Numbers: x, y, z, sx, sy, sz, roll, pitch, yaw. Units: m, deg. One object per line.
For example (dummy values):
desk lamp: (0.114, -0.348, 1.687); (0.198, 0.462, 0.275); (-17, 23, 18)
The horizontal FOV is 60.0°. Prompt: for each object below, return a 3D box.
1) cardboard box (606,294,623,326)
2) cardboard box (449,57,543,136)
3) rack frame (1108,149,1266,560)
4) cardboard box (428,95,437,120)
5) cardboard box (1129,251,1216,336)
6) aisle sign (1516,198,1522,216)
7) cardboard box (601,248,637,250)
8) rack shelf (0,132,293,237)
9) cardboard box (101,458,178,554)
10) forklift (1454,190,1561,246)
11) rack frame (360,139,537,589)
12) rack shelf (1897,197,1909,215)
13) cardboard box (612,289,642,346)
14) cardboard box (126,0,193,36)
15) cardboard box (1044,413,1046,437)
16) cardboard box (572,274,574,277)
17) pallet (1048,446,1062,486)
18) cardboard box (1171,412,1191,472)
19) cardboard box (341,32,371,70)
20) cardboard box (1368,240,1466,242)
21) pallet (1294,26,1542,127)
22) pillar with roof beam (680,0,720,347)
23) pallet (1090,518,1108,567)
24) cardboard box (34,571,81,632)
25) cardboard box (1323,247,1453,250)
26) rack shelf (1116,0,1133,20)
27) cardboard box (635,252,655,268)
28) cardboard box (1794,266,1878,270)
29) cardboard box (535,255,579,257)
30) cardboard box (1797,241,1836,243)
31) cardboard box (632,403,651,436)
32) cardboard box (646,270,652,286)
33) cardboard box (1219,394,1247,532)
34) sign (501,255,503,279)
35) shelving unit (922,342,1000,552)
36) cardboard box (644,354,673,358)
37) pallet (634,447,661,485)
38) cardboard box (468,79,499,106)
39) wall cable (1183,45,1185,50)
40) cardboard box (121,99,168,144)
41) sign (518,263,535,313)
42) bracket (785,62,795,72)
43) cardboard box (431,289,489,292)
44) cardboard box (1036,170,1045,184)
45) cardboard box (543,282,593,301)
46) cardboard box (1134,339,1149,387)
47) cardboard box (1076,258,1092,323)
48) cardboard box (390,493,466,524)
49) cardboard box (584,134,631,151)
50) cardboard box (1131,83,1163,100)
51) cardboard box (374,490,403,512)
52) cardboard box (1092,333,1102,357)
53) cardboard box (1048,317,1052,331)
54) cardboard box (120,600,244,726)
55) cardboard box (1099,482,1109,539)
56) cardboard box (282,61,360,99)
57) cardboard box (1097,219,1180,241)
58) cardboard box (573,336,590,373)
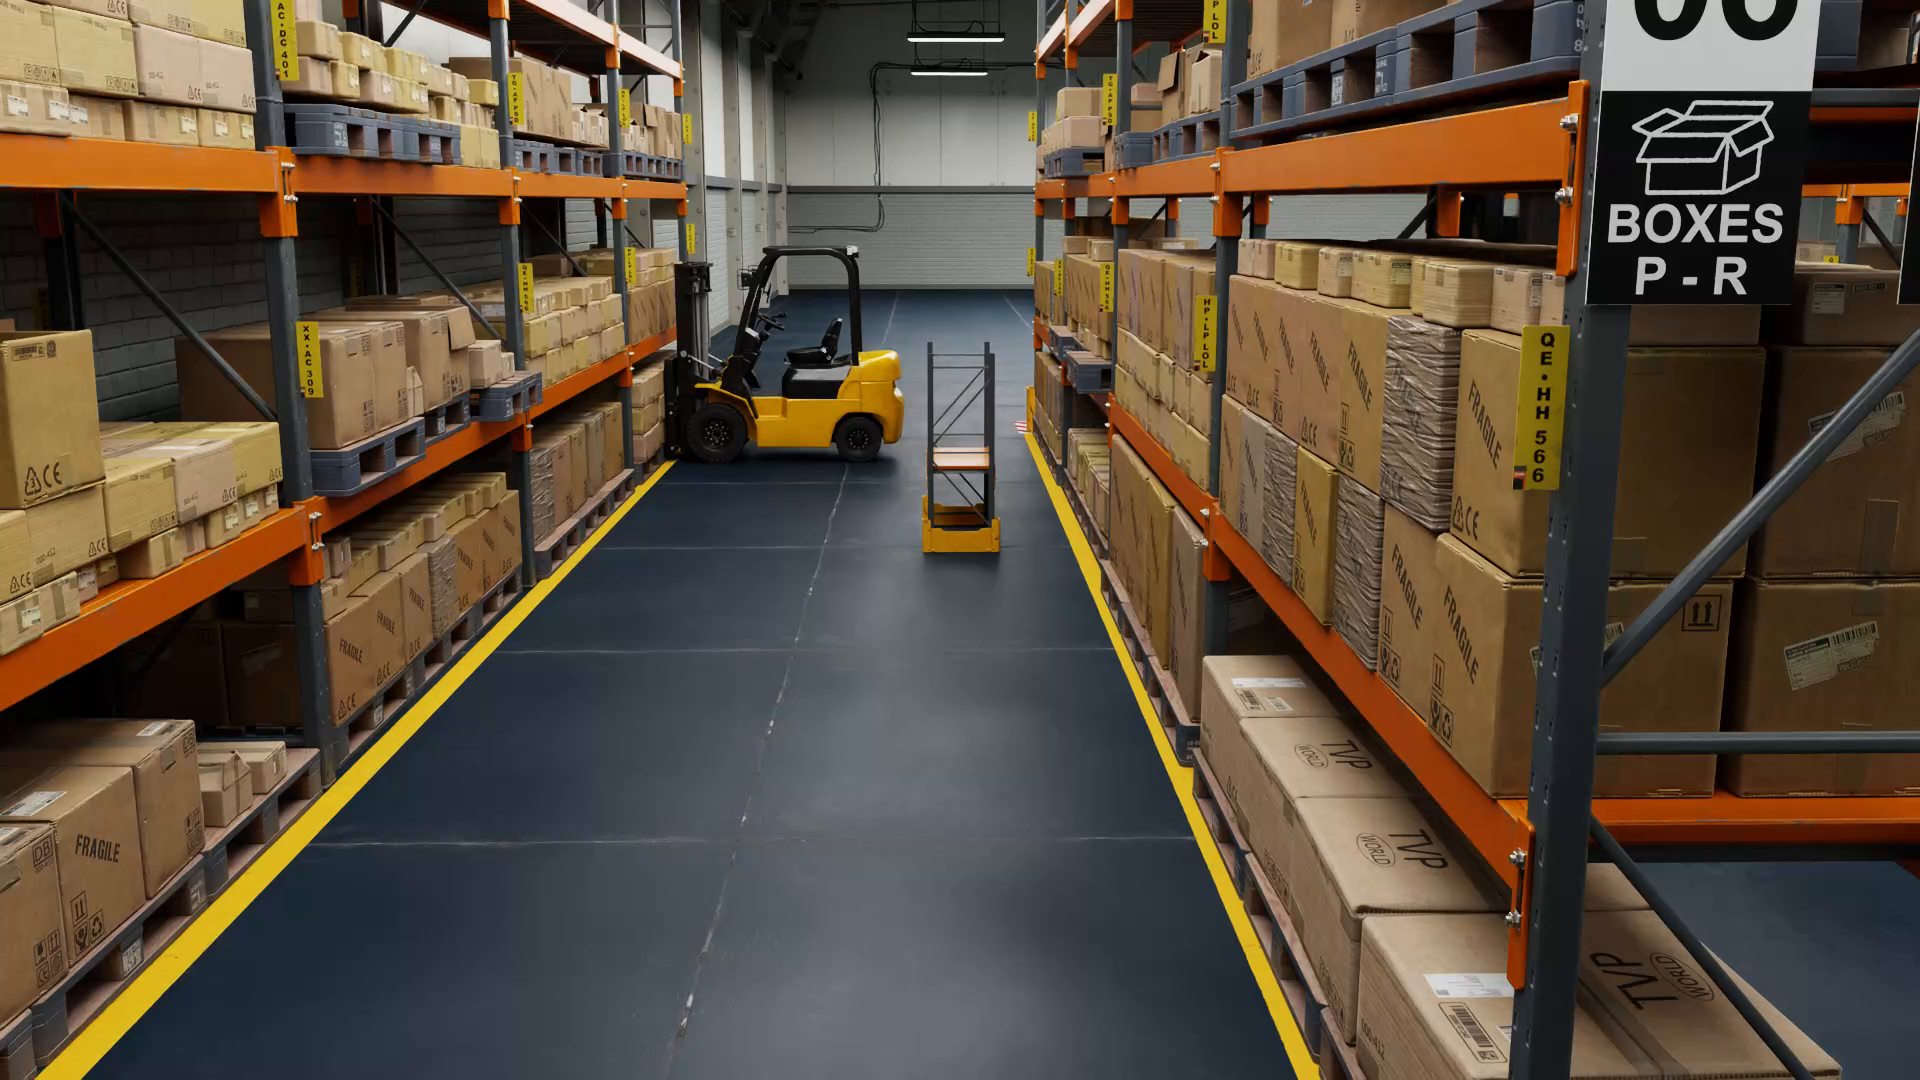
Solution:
cardboard box: (-3.250, -2.015, 14.565); (0.500, 0.250, 0.500); (0, 11, -2)
cardboard box: (-3.205, -3.063, 11.512); (0.500, 0.500, 0.500); (0, 11, -1)
rack frame: (1.529, -1.166, 11.261); (1.000, 3.000, 0.127); (0, 11, -1)
cardboard box: (-3.216, -2.464, 9.491); (0.380, 0.149, 0.250); (0, 11, -1)
cardboard box: (1.315, -1.507, 10.178); (0.500, 0.500, 0.500); (0, 11, -1)
aisle sign: (6.609, -4.086, 19.116); (0.394, 0.787, 0.004); (0, 11, -1)
cardboard box: (-3.805, -3.180, 18.558); (0.380, 0.149, 0.250); (0, 11, -2)
rack shelf: (-3.310, -1.069, 5.051); (1.077, 0.370, 4.000); (0, 11, -1)
cardboard box: (-3.074, -0.123, 5.749); (0.500, 0.250, 0.500); (0, 11, -2)
forklift: (4.500, -1.393, 12.553); (3.031, 2.935, 1.130); (-5, 12, -22)
rack frame: (-3.434, -1.145, 11.157); (1.000, 3.000, 0.127); (0, 11, -1)
rack shelf: (11.313, -3.517, 17.114); (1.077, 0.370, 4.000); (0, 11, -1)
cardboard box: (-3.264, -2.078, 15.506); (0.500, 0.500, 0.500); (-1, 11, -3)
cardboard box: (-3.080, -1.937, 5.888); (0.500, 0.250, 0.500); (0, 11, -2)
cardboard box: (1.131, -1.243, 17.500); (0.500, 0.250, 0.500); (1, 11, 3)
cardboard box: (-3.820, -2.419, 15.556); (0.380, 0.149, 0.250); (-1, 11, -3)
pallet: (1.397, -0.728, 16.115); (1.003, 0.211, 1.213); (0, 11, -1)
cardboard box: (1.341, -0.486, 8.290); (0.500, 0.250, 0.500); (0, 11, -2)
cardboard box: (-2.958, -2.262, 7.694); (0.380, 0.149, 0.250); (0, 11, -2)
cardboard box: (1.833, -1.115, 6.612); (0.380, 0.149, 0.250); (0, 11, 0)
pallet: (1.640, -1.393, 5.058); (1.003, 0.211, 1.213); (0, 11, -1)
pillar with roof beam: (-0.429, -7.936, 29.543); (9.100, 9.000, 0.548); (0, 11, -1)
pallet: (1.514, 0.046, 12.304); (1.003, 0.211, 1.213); (0, 11, -1)
cardboard box: (-3.003, 0.194, 5.192); (0.380, 0.149, 0.250); (0, 11, 0)
cardboard box: (1.435, -0.910, 5.603); (0.380, 0.149, 0.250); (0, 11, -1)
rack shelf: (1.570, -3.160, 8.816); (1.077, 0.370, 4.000); (0, 11, -1)
cardboard box: (-3.343, -2.872, 17.042); (0.380, 0.149, 0.250); (0, 11, 0)
cardboard box: (1.887, -0.556, 3.857); (0.380, 0.149, 0.250); (0, 11, 0)
cardboard box: (-3.875, -2.667, 16.028); (0.380, 0.149, 0.250); (0, 11, -2)
cardboard box: (6.452, -2.037, 12.789); (0.700, 0.500, 0.500); (0, 11, -2)
cardboard box: (-3.218, -1.140, 15.738); (0.500, 0.250, 0.500); (0, 11, -1)
cardboard box: (-3.235, -2.576, 16.328); (0.380, 0.149, 0.250); (0, 11, -2)
cardboard box: (1.360, -0.325, 6.867); (0.500, 0.500, 0.500); (0, 11, 1)
sign: (-4.071, -2.400, 14.969); (0.100, 0.325, 0.005); (0, 11, -1)
shelving unit: (-0.002, -0.750, 12.985); (0.587, 1.500, 1.083); (0, 11, -1)
cardboard box: (-3.261, -1.891, 18.182); (0.500, 0.250, 0.500); (0, 11, 0)
pallet: (-3.491, -0.731, 16.133); (1.003, 0.211, 1.213); (0, 11, -1)
cardboard box: (-3.131, -2.815, 10.473); (0.380, 0.149, 0.250); (0, 11, 1)
wall cable: (5.647, -13.790, 49.845); (2.305, 6.003, 0.169); (0, 11, -1)
cardboard box: (-3.049, -1.475, 5.874); (0.380, 0.149, 0.250); (0, 11, -1)
sign: (-2.891, -1.677, 11.070); (0.100, 0.325, 0.005); (0, 11, -1)
bracket: (-4.742, -13.179, 46.336); (0.235, 0.232, 0.430); (0, 11, -1)
cardboard box: (-3.795, -1.829, 12.646); (0.380, 0.149, 0.250); (0, 11, -2)
cardboard box: (1.046, -4.036, 18.495); (0.380, 0.149, 0.250); (0, 11, -1)
cardboard box: (-3.231, -2.035, 13.665); (0.380, 0.149, 0.250); (-1, 11, -3)
cardboard box: (1.300, -1.034, 9.730); (0.500, 0.250, 0.500); (0, 11, -1)
cardboard box: (1.198, -1.967, 13.155); (0.500, 0.500, 0.500); (-1, 11, -3)
cardboard box: (-3.212, -0.187, 10.035); (0.380, 0.149, 0.250); (0, 11, 1)
cardboard box: (-3.222, -3.632, 15.197); (0.380, 0.149, 0.250); (0, 11, 0)
cardboard box: (1.629, -3.491, 13.241); (0.500, 0.250, 0.500); (0, 11, 0)
cardboard box: (-3.670, -0.236, 10.279); (0.380, 0.149, 0.250); (0, 11, 0)
cardboard box: (1.159, -1.416, 12.068); (0.380, 0.149, 0.250); (0, 11, -2)
cardboard box: (1.094, -2.204, 17.012); (0.380, 0.149, 0.250); (0, 11, -1)
cardboard box: (-3.657, 0.573, 7.919); (0.500, 0.500, 0.500); (0, 11, -1)
cardboard box: (1.527, -0.196, 12.034); (0.950, 0.372, 0.625); (-1, 12, -5)
cardboard box: (-2.930, -2.064, 7.468); (0.380, 0.149, 0.250); (0, 11, -1)
cardboard box: (1.654, -2.734, 15.477); (0.700, 0.500, 0.500); (0, 11, -2)
cardboard box: (-3.230, -1.466, 13.117); (0.500, 0.250, 0.500); (0, 11, 1)
